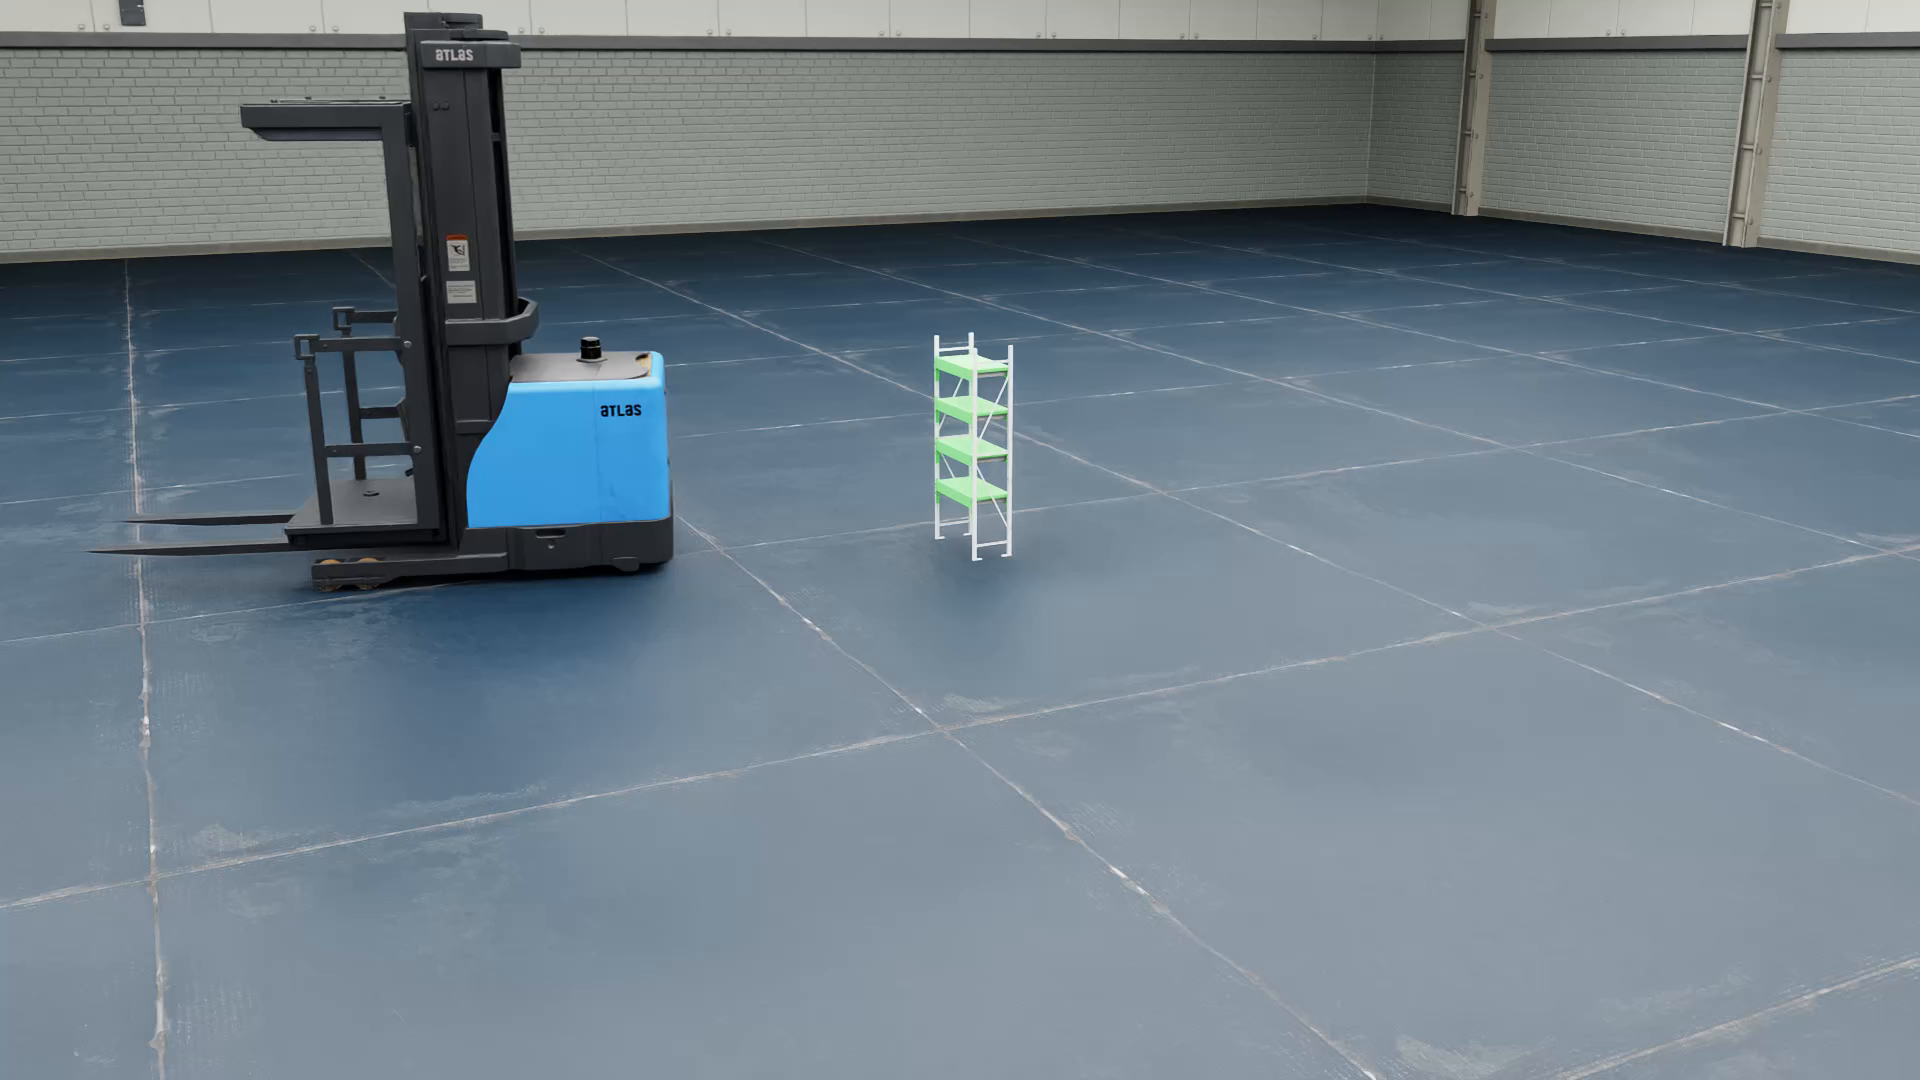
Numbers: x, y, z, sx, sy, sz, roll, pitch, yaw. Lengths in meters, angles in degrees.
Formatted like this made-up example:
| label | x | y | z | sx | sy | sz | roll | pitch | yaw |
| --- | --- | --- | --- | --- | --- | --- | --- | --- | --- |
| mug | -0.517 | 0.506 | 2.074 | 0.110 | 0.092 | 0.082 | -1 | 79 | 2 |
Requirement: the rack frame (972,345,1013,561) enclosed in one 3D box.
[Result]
| label | x | y | z | sx | sy | sz | roll | pitch | yaw |
| --- | --- | --- | --- | --- | --- | --- | --- | --- | --- |
| rack frame | 0.179 | -0.475 | 9.231 | 0.240 | 1.200 | 0.015 | -8 | 18 | -25 |

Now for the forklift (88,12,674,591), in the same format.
| label | x | y | z | sx | sy | sz | roll | pitch | yaw |
| --- | --- | --- | --- | --- | --- | --- | --- | --- | --- |
| forklift | -3.145 | -1.294 | 8.946 | 3.031 | 2.935 | 1.130 | -3 | 16 | -9 |

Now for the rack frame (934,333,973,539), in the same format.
| label | x | y | z | sx | sy | sz | roll | pitch | yaw |
| --- | --- | --- | --- | --- | --- | --- | --- | --- | --- |
| rack frame | -0.034 | -0.596 | 9.653 | 0.240 | 1.200 | 0.015 | -8 | 18 | -25 |

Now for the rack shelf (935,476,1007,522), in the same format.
| label | x | y | z | sx | sy | sz | roll | pitch | yaw |
| --- | --- | --- | --- | --- | --- | --- | --- | --- | --- |
| rack shelf | 0.073 | -0.244 | 9.526 | 0.258 | 0.148 | 0.480 | -8 | 18 | -25 |

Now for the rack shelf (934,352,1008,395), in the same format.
| label | x | y | z | sx | sy | sz | roll | pitch | yaw |
| --- | --- | --- | --- | --- | --- | --- | --- | --- | --- |
| rack shelf | 0.073 | -0.936 | 9.327 | 0.258 | 0.148 | 0.480 | -8 | 18 | -25 |

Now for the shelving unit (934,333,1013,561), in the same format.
| label | x | y | z | sx | sy | sz | roll | pitch | yaw |
| --- | --- | --- | --- | --- | --- | --- | --- | --- | --- |
| shelving unit | 0.073 | -0.536 | 9.442 | 0.258 | 1.200 | 0.503 | -8 | 18 | -25 |

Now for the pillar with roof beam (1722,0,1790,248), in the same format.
| label | x | y | z | sx | sy | sz | roll | pitch | yaw |
| --- | --- | --- | --- | --- | --- | --- | --- | --- | --- |
| pillar with roof beam | 8.051 | -8.300 | 22.361 | 9.100 | 9.000 | 0.400 | -8 | 18 | -25 |

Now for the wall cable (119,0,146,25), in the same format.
| label | x | y | z | sx | sy | sz | roll | pitch | yaw |
| --- | --- | --- | --- | --- | --- | --- | --- | --- | --- |
| wall cable | -10.585 | -10.170 | 22.711 | 2.305 | 6.003 | 0.169 | -8 | 18 | -25 |

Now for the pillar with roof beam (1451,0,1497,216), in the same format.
| label | x | y | z | sx | sy | sz | roll | pitch | yaw |
| --- | --- | --- | --- | --- | --- | --- | --- | --- | --- |
| pillar with roof beam | 5.422 | -9.788 | 27.545 | 9.100 | 9.000 | 0.400 | -8 | 18 | -25 |

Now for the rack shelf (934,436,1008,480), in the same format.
| label | x | y | z | sx | sy | sz | roll | pitch | yaw |
| --- | --- | --- | --- | --- | --- | --- | --- | --- | --- |
| rack shelf | 0.073 | -0.474 | 9.460 | 0.258 | 0.148 | 0.480 | -8 | 18 | -25 |

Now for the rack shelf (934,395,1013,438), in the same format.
| label | x | y | z | sx | sy | sz | roll | pitch | yaw |
| --- | --- | --- | --- | --- | --- | --- | --- | --- | --- |
| rack shelf | 0.073 | -0.705 | 9.394 | 0.258 | 0.148 | 0.480 | -8 | 18 | -25 |
